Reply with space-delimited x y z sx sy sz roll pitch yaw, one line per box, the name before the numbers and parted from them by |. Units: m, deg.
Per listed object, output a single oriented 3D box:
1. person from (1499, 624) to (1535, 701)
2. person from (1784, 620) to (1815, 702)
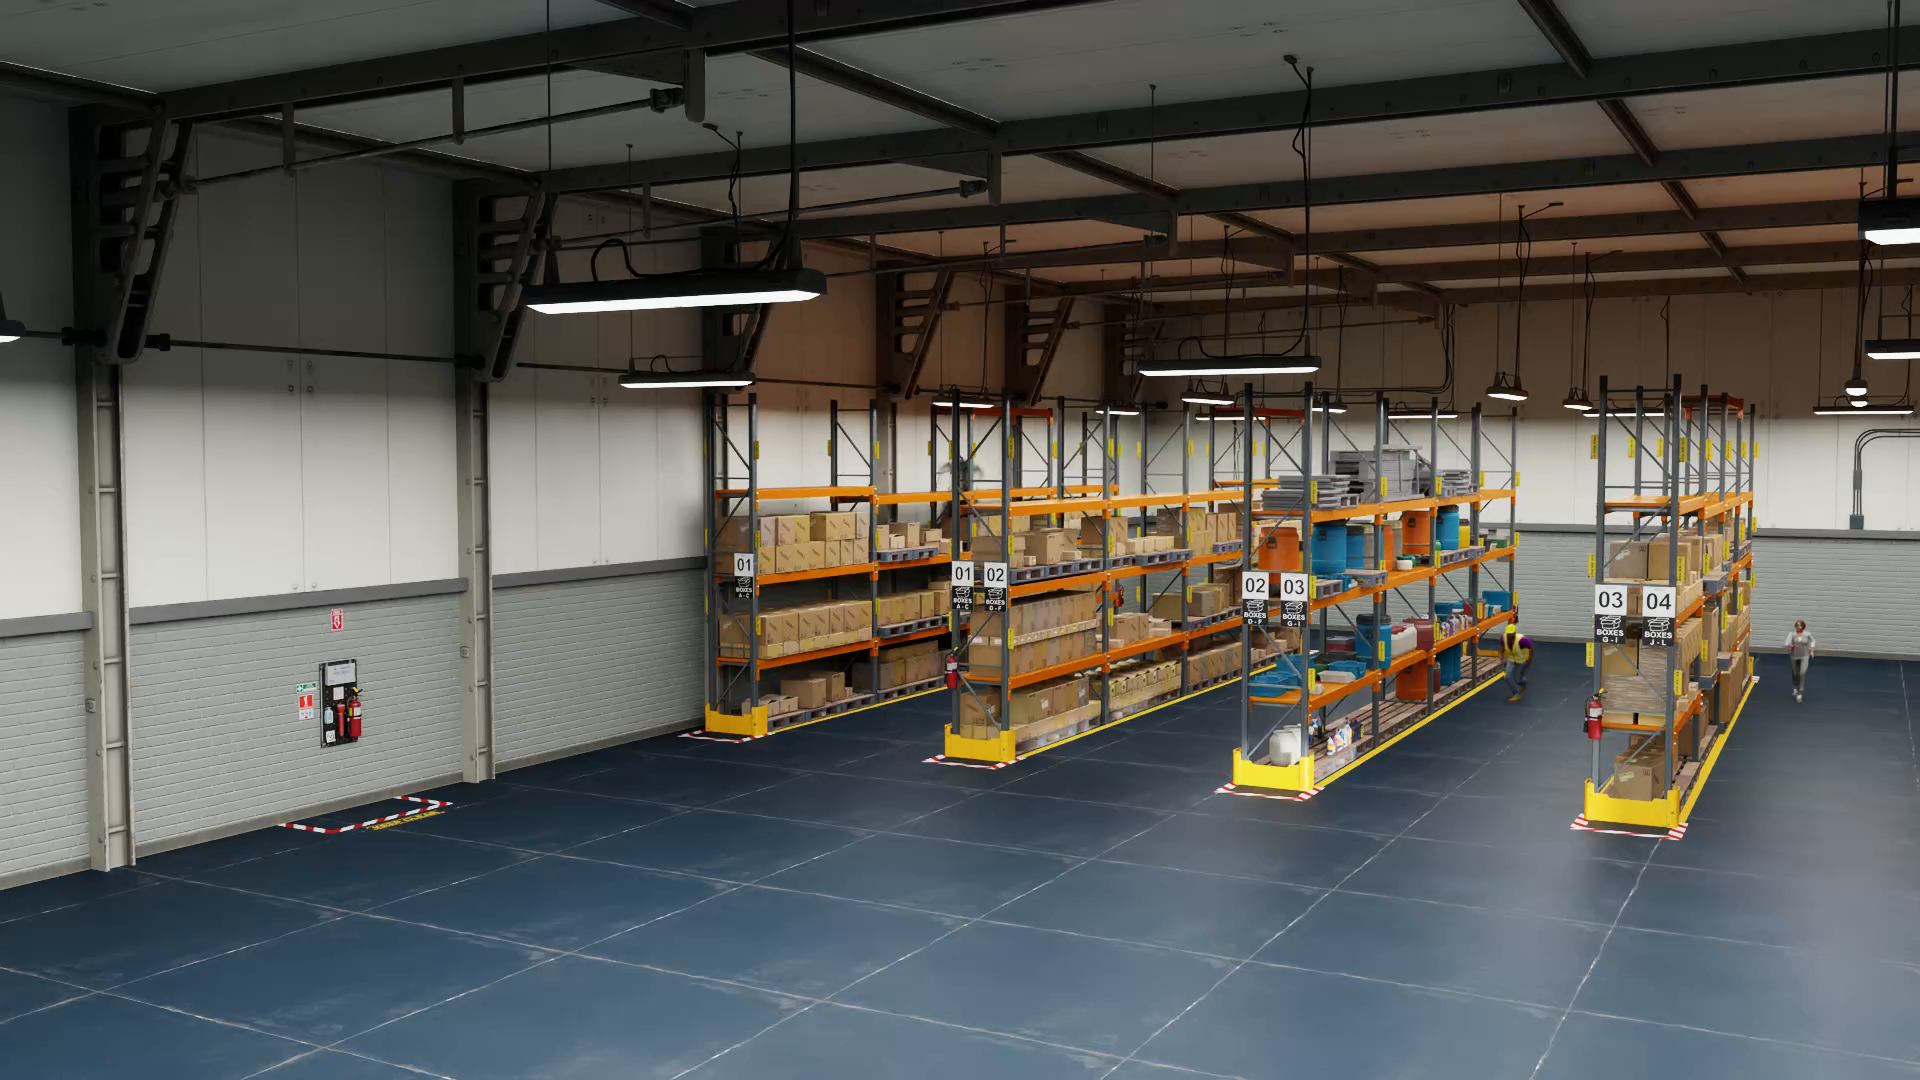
person | 11.141 2.434 33.193 0.711 1.566 1.034 3 4 40
person | 16.755 2.384 33.201 0.543 1.609 0.861 2 4 28
